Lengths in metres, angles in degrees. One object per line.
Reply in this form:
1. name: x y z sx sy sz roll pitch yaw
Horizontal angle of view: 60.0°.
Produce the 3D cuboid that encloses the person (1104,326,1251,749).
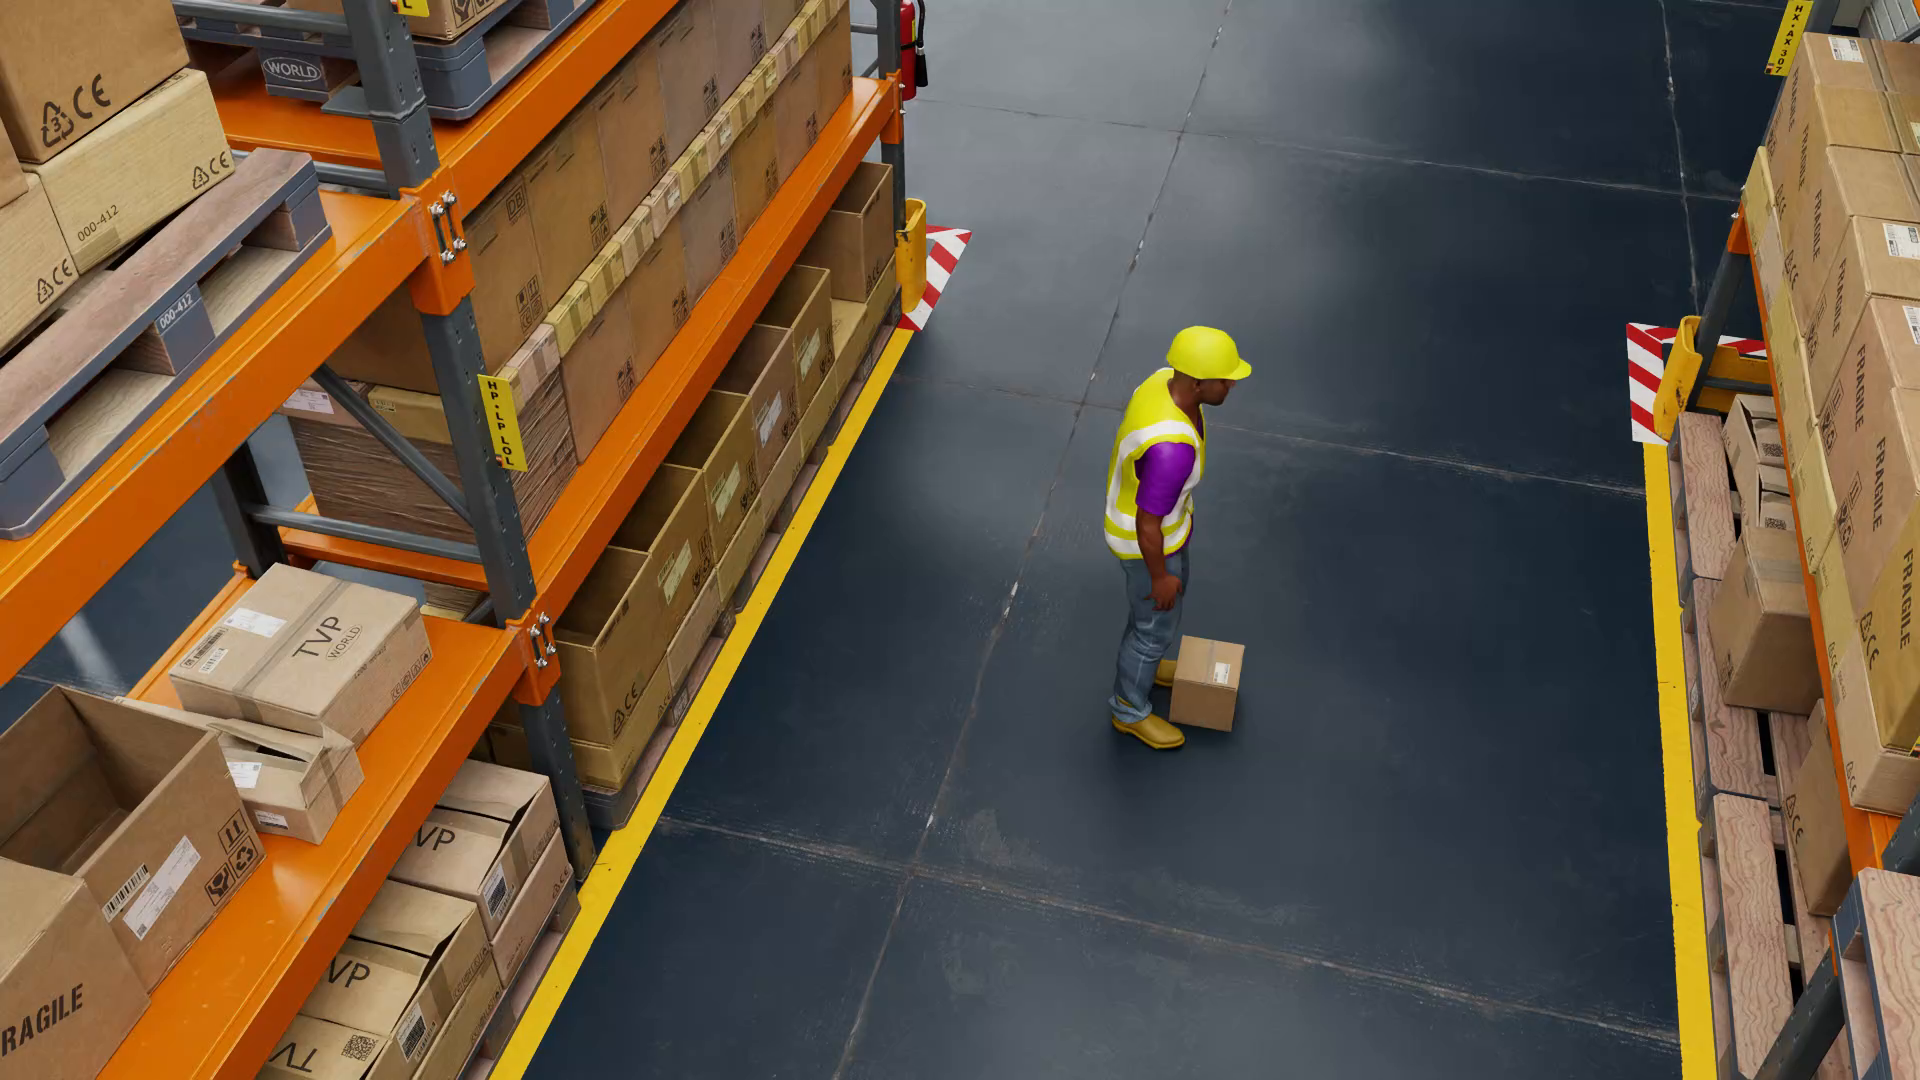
1. person: 0.766 -0.035 6.186 0.462 1.759 0.633 8 41 9
